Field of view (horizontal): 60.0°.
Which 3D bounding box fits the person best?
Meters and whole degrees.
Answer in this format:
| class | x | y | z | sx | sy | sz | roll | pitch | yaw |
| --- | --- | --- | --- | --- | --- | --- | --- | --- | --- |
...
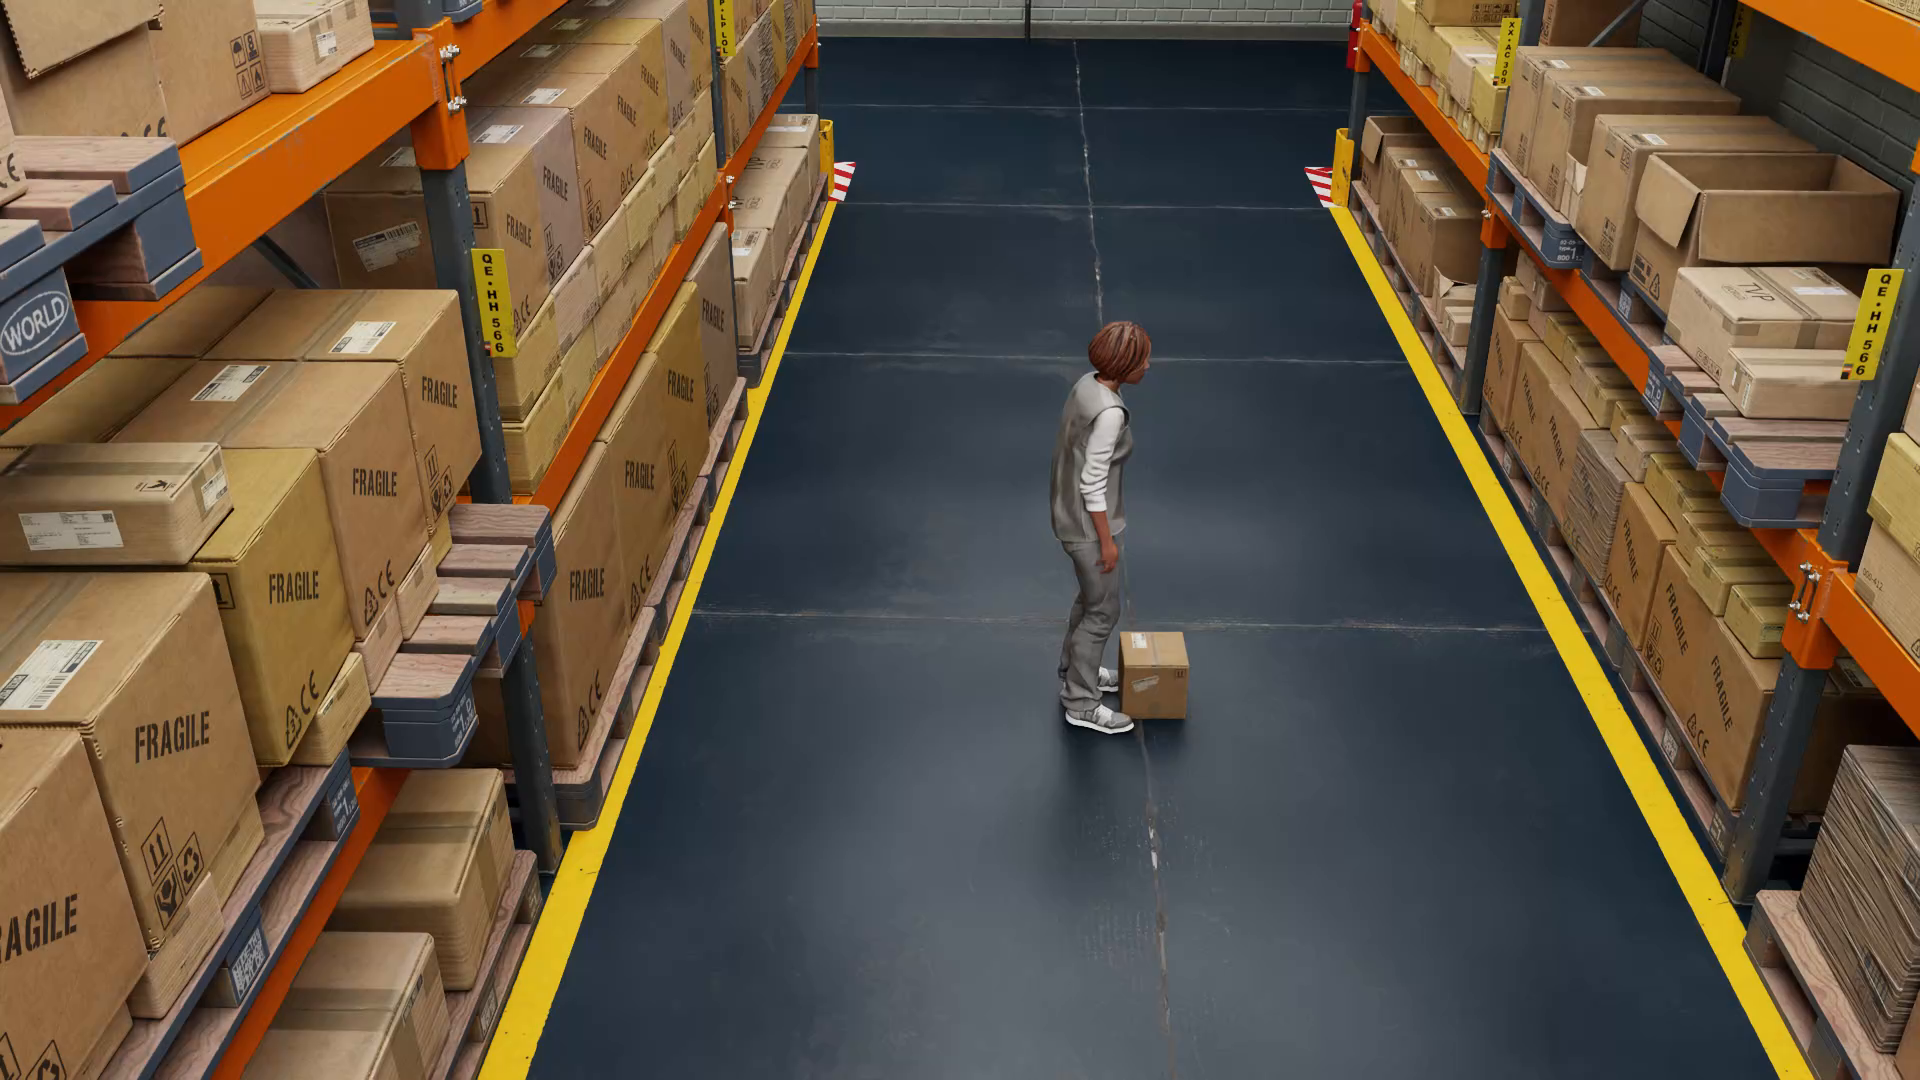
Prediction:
| class | x | y | z | sx | sy | sz | roll | pitch | yaw |
| --- | --- | --- | --- | --- | --- | --- | --- | --- | --- |
| person | 0.511 | -0.057 | 6.241 | 0.347 | 1.592 | 0.475 | -1 | 28 | -1 |
